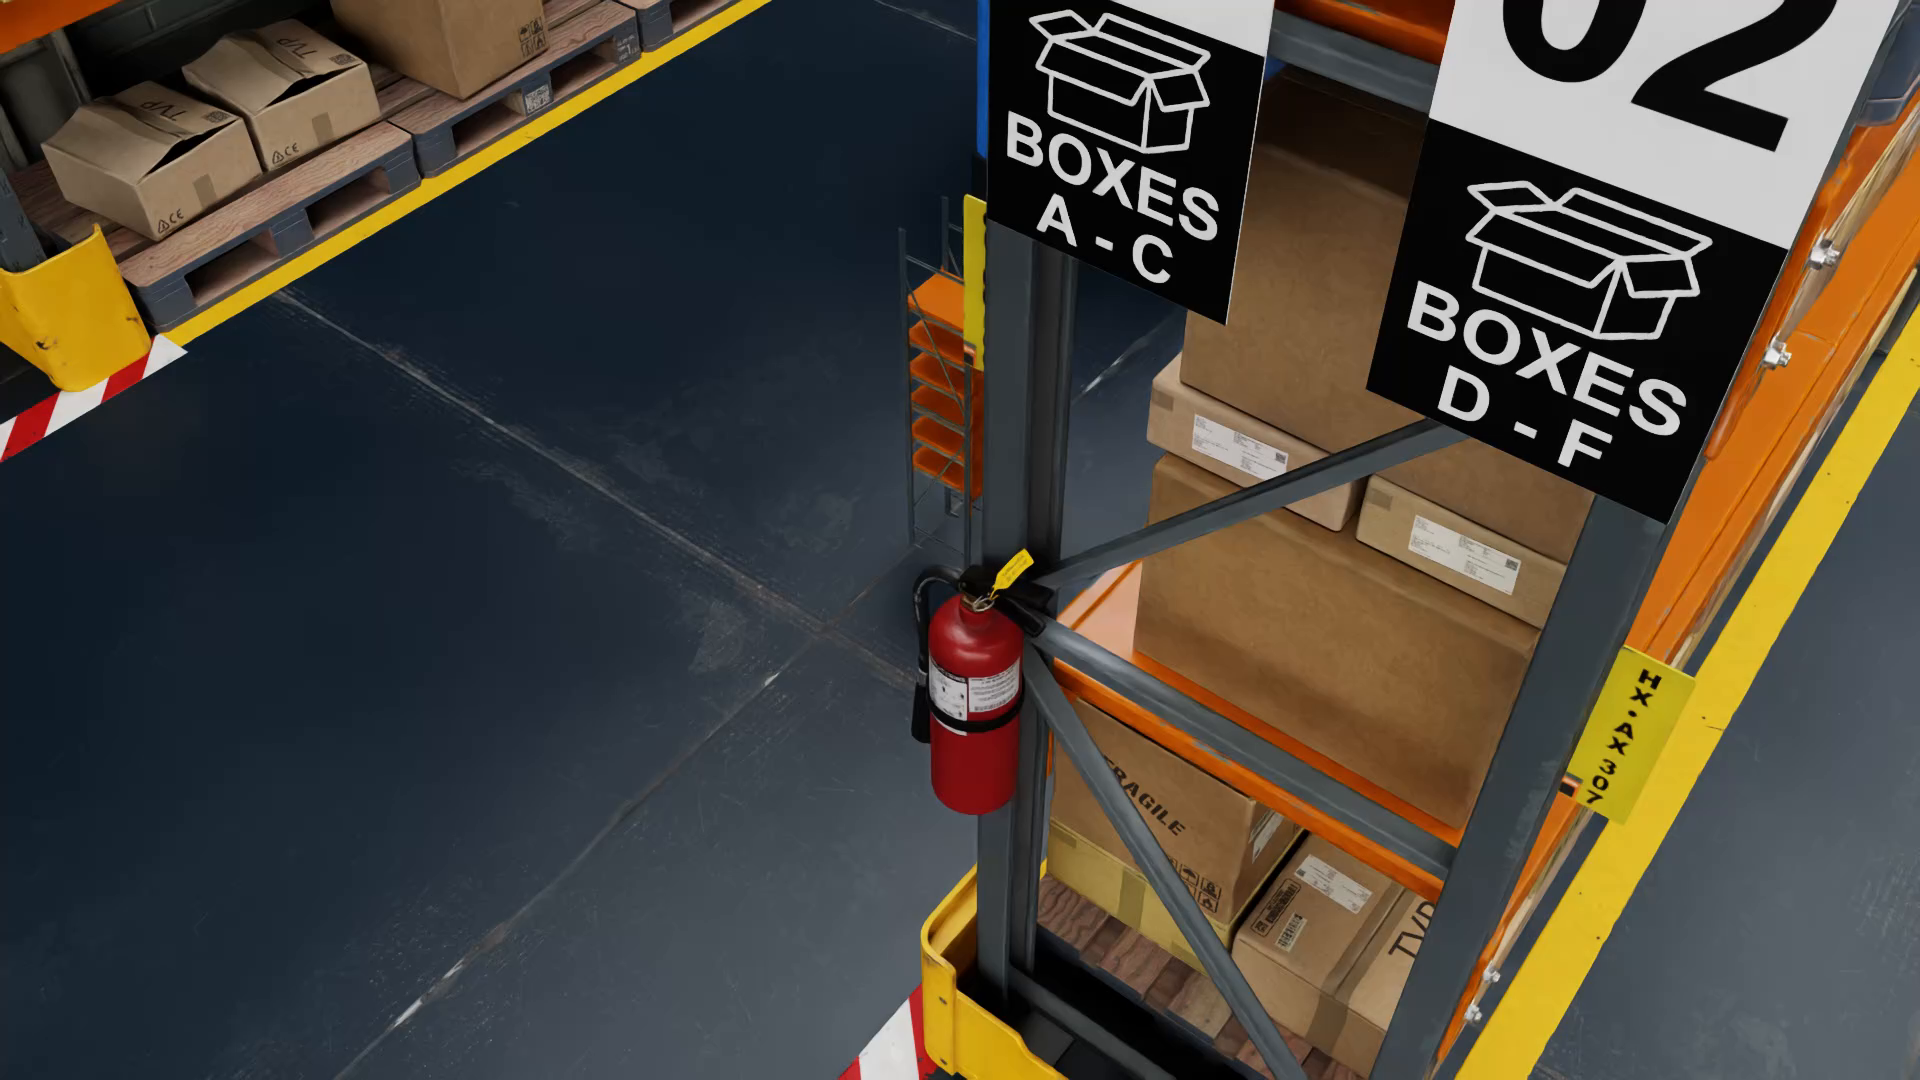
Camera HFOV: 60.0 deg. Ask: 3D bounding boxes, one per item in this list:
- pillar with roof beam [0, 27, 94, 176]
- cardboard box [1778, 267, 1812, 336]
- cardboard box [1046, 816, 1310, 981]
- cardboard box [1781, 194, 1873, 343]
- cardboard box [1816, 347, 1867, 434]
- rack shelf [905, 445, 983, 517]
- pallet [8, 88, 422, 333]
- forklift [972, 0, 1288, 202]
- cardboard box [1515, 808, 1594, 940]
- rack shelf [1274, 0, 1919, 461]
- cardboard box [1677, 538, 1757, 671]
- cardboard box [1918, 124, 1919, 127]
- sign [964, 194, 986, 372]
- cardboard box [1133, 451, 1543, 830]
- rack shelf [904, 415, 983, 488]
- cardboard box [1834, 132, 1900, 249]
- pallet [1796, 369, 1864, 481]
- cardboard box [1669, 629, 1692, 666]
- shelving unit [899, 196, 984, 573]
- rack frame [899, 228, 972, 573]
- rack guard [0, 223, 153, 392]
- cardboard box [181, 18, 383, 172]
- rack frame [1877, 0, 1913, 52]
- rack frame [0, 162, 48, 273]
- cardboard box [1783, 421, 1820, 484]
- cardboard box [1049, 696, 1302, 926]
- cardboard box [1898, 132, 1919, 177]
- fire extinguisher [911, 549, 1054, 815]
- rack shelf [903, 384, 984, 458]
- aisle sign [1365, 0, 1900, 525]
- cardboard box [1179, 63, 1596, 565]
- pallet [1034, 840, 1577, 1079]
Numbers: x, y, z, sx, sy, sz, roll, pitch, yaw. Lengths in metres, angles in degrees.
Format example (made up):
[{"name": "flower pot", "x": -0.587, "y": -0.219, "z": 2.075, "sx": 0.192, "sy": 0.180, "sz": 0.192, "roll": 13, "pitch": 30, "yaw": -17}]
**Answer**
[{"name": "pillar with roof beam", "x": -0.305, "y": -2.792, "z": 1.694, "sx": 9.100, "sy": 9.000, "sz": 0.400, "roll": 29, "pitch": 53, "yaw": 25}, {"name": "cardboard box", "x": 1.347, "y": -0.478, "z": 3.114, "sx": 0.380, "sy": 0.149, "sz": 0.250, "roll": 28, "pitch": 53, "yaw": 24}, {"name": "cardboard box", "x": 0.562, "y": 0.715, "z": 4.103, "sx": 0.500, "sy": 0.250, "sz": 0.500, "roll": 29, "pitch": 53, "yaw": 25}, {"name": "cardboard box", "x": 1.707, "y": -0.835, "z": 3.904, "sx": 0.700, "sy": 0.500, "sz": 0.500, "roll": 31, "pitch": 54, "yaw": 26}, {"name": "cardboard box", "x": 2.489, "y": -0.492, "z": 5.257, "sx": 0.500, "sy": 0.250, "sz": 0.500, "roll": 29, "pitch": 53, "yaw": 25}, {"name": "rack shelf", "x": -0.009, "y": -0.210, "z": 5.014, "sx": 0.258, "sy": 0.103, "sz": 0.180, "roll": 29, "pitch": 53, "yaw": 25}, {"name": "pallet", "x": -2.884, "y": -1.369, "z": 6.412, "sx": 1.003, "sy": 0.211, "sz": 1.213, "roll": 29, "pitch": 53, "yaw": 25}, {"name": "forklift", "x": 1.004, "y": -3.129, "z": 6.212, "sx": 1.130, "sy": 2.935, "sz": 3.031, "roll": 14, "pitch": 48, "yaw": 13}, {"name": "cardboard box", "x": 1.274, "y": 0.657, "z": 4.159, "sx": 0.500, "sy": 0.250, "sz": 0.500, "roll": 29, "pitch": 53, "yaw": 25}, {"name": "rack shelf", "x": 1.690, "y": -1.584, "z": 3.112, "sx": 1.077, "sy": 0.370, "sz": 4.000, "roll": 29, "pitch": 53, "yaw": 25}, {"name": "cardboard box", "x": 1.890, "y": 0.087, "z": 4.704, "sx": 0.500, "sy": 0.250, "sz": 0.500, "roll": 29, "pitch": 53, "yaw": 25}, {"name": "cardboard box", "x": 1.979, "y": -1.070, "z": 3.680, "sx": 0.380, "sy": 0.149, "sz": 0.250, "roll": 31, "pitch": 54, "yaw": 26}, {"name": "sign", "x": 0.047, "y": -0.381, "z": 2.575, "sx": 0.100, "sy": 0.325, "sz": 0.005, "roll": 29, "pitch": 53, "yaw": 25}, {"name": "cardboard box", "x": 0.763, "y": 0.052, "z": 3.057, "sx": 0.700, "sy": 0.500, "sz": 0.500, "roll": 29, "pitch": 53, "yaw": 25}, {"name": "rack shelf", "x": -0.009, "y": -0.293, "z": 4.927, "sx": 0.258, "sy": 0.103, "sz": 0.180, "roll": 29, "pitch": 53, "yaw": 25}, {"name": "cardboard box", "x": 1.664, "y": -0.778, "z": 3.401, "sx": 0.380, "sy": 0.149, "sz": 0.250, "roll": 29, "pitch": 53, "yaw": 25}, {"name": "pallet", "x": 2.394, "y": -0.541, "z": 5.621, "sx": 1.003, "sy": 0.211, "sz": 1.213, "roll": 29, "pitch": 53, "yaw": 25}, {"name": "cardboard box", "x": 1.571, "y": 0.107, "z": 4.166, "sx": 0.500, "sy": 0.500, "sz": 0.500, "roll": 29, "pitch": 53, "yaw": 25}, {"name": "shelving unit", "x": -0.009, "y": -0.406, "z": 4.808, "sx": 0.258, "sy": 1.200, "sz": 0.189, "roll": 29, "pitch": 53, "yaw": 25}, {"name": "rack frame", "x": -0.065, "y": -0.354, "z": 4.758, "sx": 0.240, "sy": 1.200, "sz": 0.006, "roll": 29, "pitch": 53, "yaw": 25}, {"name": "rack guard", "x": -3.408, "y": -1.020, "z": 5.878, "sx": 1.175, "sy": 0.500, "sz": 0.348, "roll": 29, "pitch": 53, "yaw": 25}, {"name": "cardboard box", "x": -2.612, "y": -1.745, "z": 6.398, "sx": 0.500, "sy": 0.311, "sz": 0.500, "roll": 34, "pitch": 55, "yaw": 28}, {"name": "rack frame", "x": 0.468, "y": -1.724, "z": 0.674, "sx": 1.000, "sy": 3.000, "sz": 0.127, "roll": 29, "pitch": 53, "yaw": 25}, {"name": "rack frame", "x": -3.455, "y": -1.840, "z": 4.933, "sx": 1.000, "sy": 3.000, "sz": 0.127, "roll": 29, "pitch": 53, "yaw": 25}, {"name": "cardboard box", "x": 2.185, "y": -0.464, "z": 4.712, "sx": 0.500, "sy": 0.500, "sz": 0.500, "roll": 29, "pitch": 53, "yaw": 25}, {"name": "cardboard box", "x": 0.560, "y": 0.455, "z": 3.833, "sx": 0.500, "sy": 0.500, "sz": 0.500, "roll": 29, "pitch": 53, "yaw": 25}, {"name": "cardboard box", "x": 2.330, "y": -1.414, "z": 4.457, "sx": 0.700, "sy": 0.500, "sz": 0.500, "roll": 29, "pitch": 53, "yaw": 25}, {"name": "fire extinguisher", "x": 0.028, "y": 0.237, "z": 3.003, "sx": 0.296, "sy": 0.674, "sz": 0.183, "roll": 29, "pitch": 53, "yaw": 25}, {"name": "rack shelf", "x": -0.009, "y": -0.375, "z": 4.840, "sx": 0.258, "sy": 0.103, "sz": 0.180, "roll": 29, "pitch": 53, "yaw": 25}, {"name": "aisle sign", "x": 0.670, "y": -0.377, "z": 1.738, "sx": 0.394, "sy": 0.787, "sz": 0.004, "roll": 29, "pitch": 53, "yaw": 25}, {"name": "cardboard box", "x": 0.795, "y": -0.426, "z": 2.616, "sx": 0.700, "sy": 0.500, "sz": 0.500, "roll": 29, "pitch": 53, "yaw": 25}, {"name": "pallet", "x": 0.902, "y": 0.855, "z": 4.287, "sx": 1.003, "sy": 0.211, "sz": 1.213, "roll": 29, "pitch": 53, "yaw": 25}]
